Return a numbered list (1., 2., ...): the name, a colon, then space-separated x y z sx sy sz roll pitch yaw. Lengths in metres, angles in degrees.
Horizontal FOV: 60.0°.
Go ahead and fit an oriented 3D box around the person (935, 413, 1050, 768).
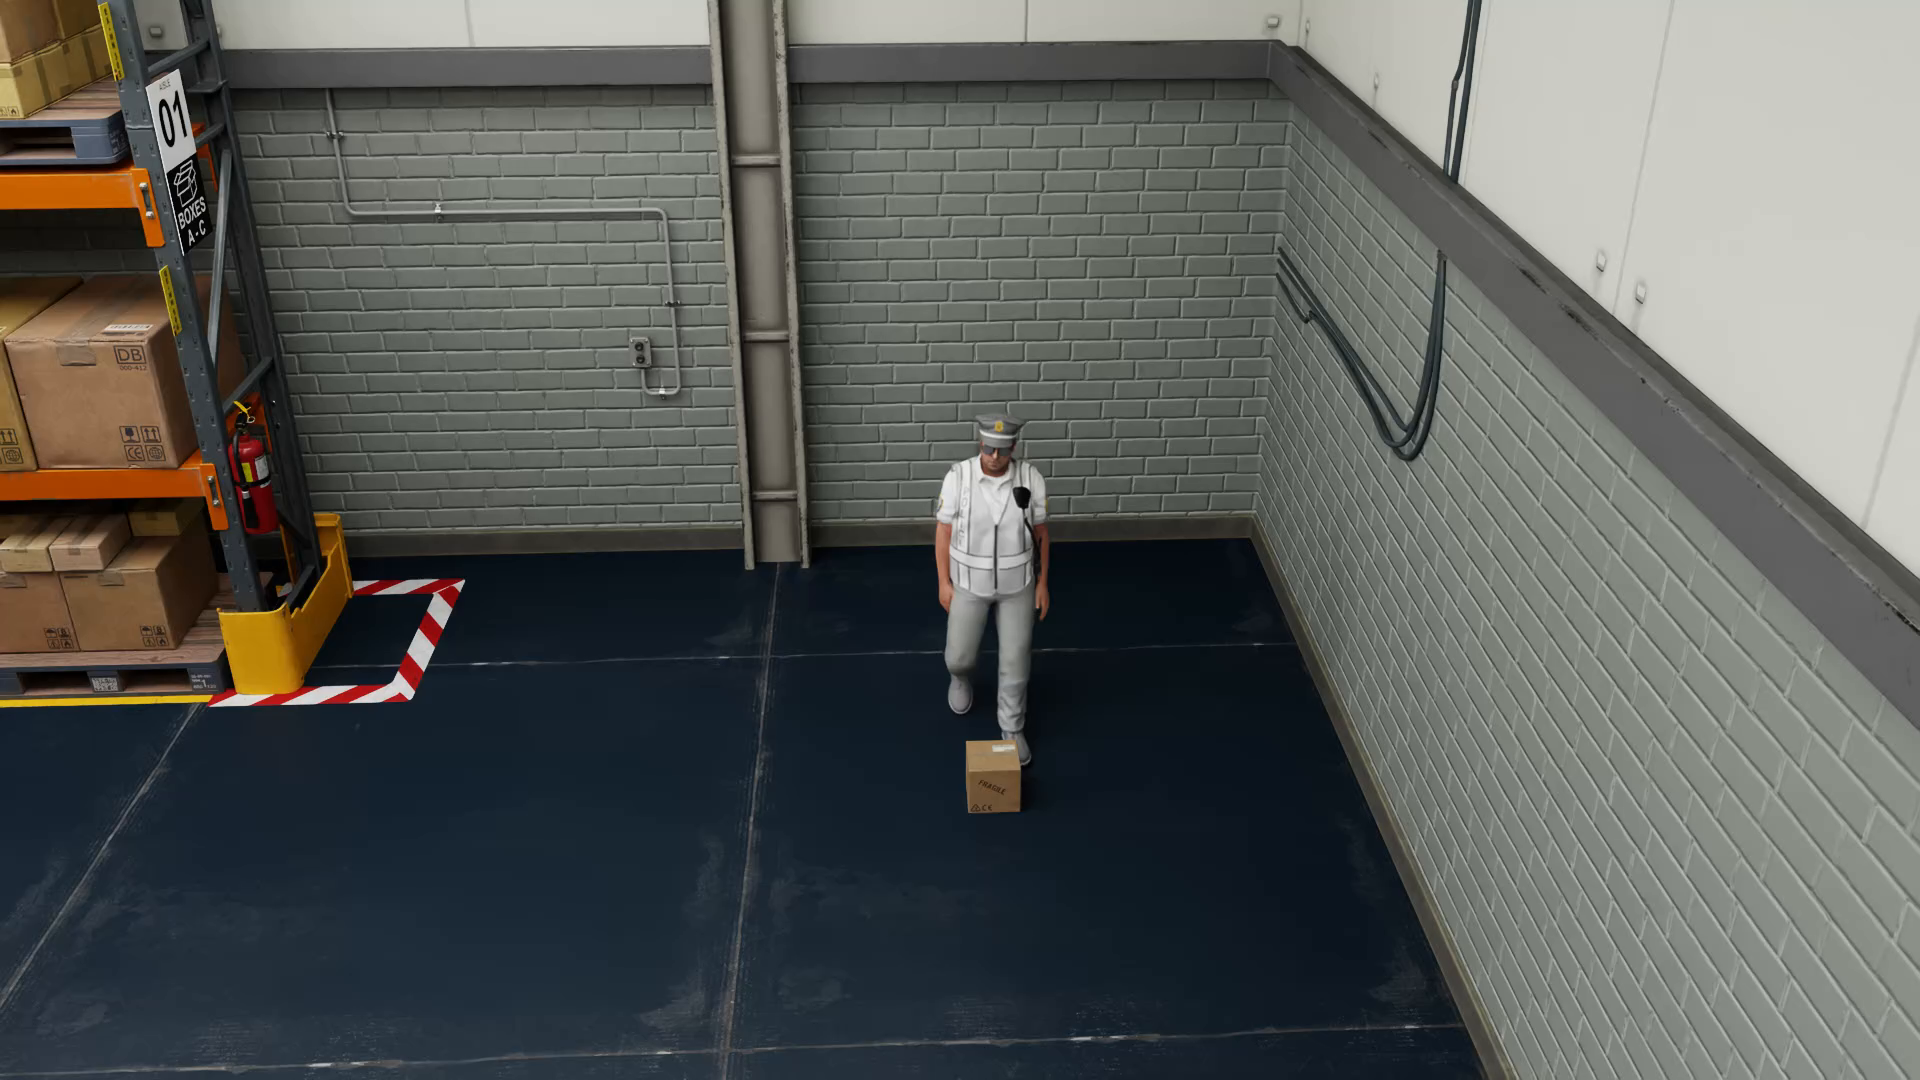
1. person: 0.161 0.206 8.185 0.559 1.752 0.718 -2 27 -4
